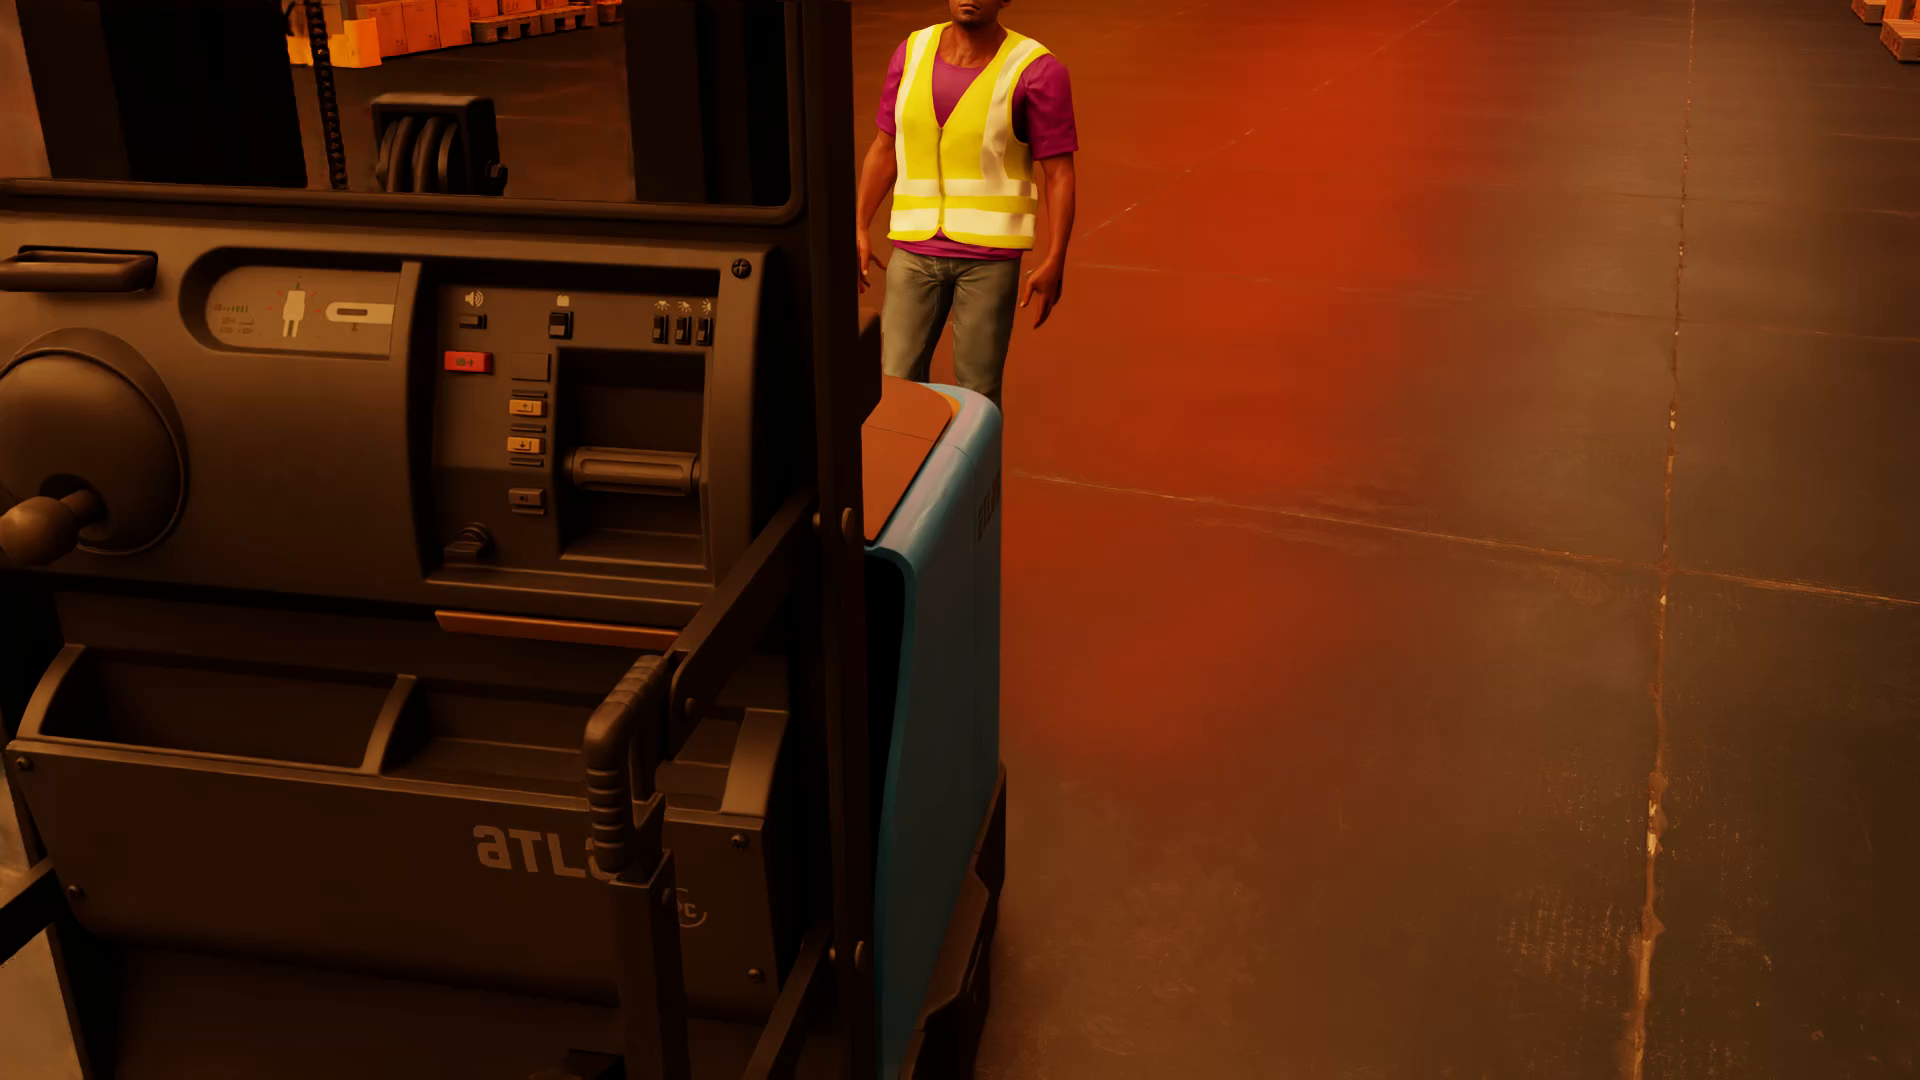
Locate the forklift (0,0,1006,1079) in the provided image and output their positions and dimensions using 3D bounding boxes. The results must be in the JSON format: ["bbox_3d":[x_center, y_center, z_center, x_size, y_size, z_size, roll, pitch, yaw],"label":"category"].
[{"bbox_3d":[-0.695,-0.117,1.572,1.130,2.935,3.031,4,23,10],"label":"forklift"}]

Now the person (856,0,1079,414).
[{"bbox_3d":[-0.031,-0.797,4.692,0.666,1.768,0.575,9,24,21],"label":"person"}]
